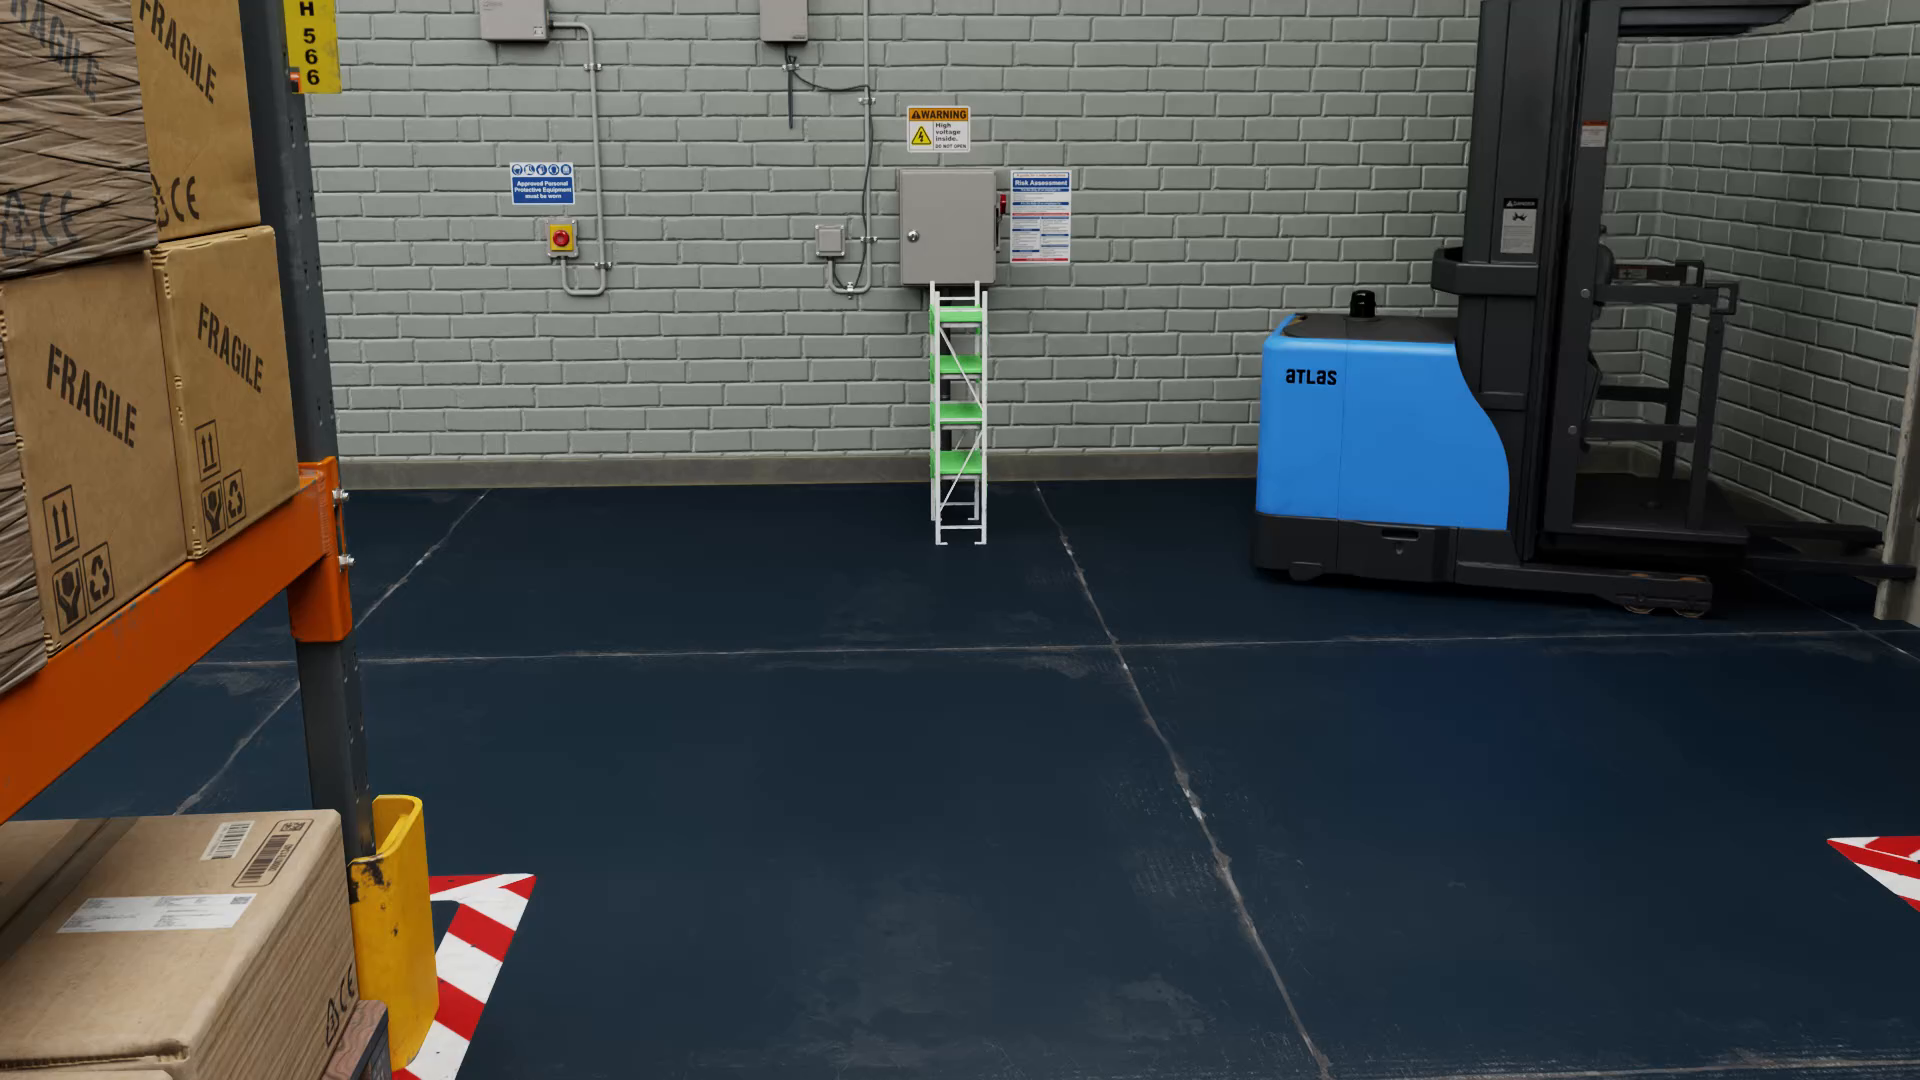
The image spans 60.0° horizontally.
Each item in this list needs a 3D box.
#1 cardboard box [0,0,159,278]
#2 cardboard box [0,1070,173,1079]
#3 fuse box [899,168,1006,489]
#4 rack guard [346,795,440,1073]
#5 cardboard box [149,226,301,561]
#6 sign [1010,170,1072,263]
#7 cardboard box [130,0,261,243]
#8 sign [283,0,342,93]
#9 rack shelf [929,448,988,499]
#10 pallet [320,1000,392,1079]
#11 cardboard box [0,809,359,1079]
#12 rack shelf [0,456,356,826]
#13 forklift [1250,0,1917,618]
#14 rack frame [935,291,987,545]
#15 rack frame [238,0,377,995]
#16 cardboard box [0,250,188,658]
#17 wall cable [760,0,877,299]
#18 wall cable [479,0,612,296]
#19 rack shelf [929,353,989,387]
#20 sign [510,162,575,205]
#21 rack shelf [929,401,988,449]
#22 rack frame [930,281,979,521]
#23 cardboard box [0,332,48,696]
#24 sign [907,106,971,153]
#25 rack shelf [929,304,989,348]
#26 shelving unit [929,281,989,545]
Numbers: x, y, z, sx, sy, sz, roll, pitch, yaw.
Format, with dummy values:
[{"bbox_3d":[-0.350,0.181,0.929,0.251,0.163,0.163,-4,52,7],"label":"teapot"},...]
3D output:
[{"bbox_3d":[-1.449,-0.620,2.210,0.500,0.500,0.500,-1,14,-3],"label":"cardboard box"},{"bbox_3d":[-1.573,1.094,2.053,0.875,0.438,0.875,0,14,-2],"label":"cardboard box"},{"bbox_3d":[-0.045,-1.107,8.896,0.539,1.711,0.414,-1,14,-3],"label":"fuse box"},{"bbox_3d":[-1.780,0.871,3.637,1.175,0.500,0.348,-1,14,-3],"label":"rack guard"},{"bbox_3d":[-1.484,-0.266,2.839,0.500,0.500,0.500,-1,14,-3],"label":"cardboard box"},{"bbox_3d":[0.435,-1.745,8.978,0.329,0.494,0.001,-1,14,-3],"label":"sign"},{"bbox_3d":[-1.511,-0.750,2.713,0.500,0.500,0.500,0,14,-2],"label":"cardboard box"},{"bbox_3d":[-1.236,-1.014,3.147,0.100,0.325,0.005,-1,14,-3],"label":"sign"},{"bbox_3d":[-0.010,-0.328,8.113,0.258,0.148,0.480,-1,14,-3],"label":"rack shelf"},{"bbox_3d":[-1.651,1.215,2.881,1.003,0.211,1.213,-1,14,-3],"label":"pallet"},{"bbox_3d":[-1.638,0.867,2.937,0.875,0.438,0.875,-1,14,-5],"label":"cardboard box"},{"bbox_3d":[-1.654,0.513,1.458,1.077,0.370,4.000,-1,14,-3],"label":"rack shelf"},{"bbox_3d":[2.858,-1.249,6.999,3.031,2.935,1.130,4,15,16],"label":"forklift"},{"bbox_3d":[0.005,-0.562,7.801,0.240,1.200,0.015,-1,14,-3],"label":"rack frame"},{"bbox_3d":[-1.778,-0.333,3.302,1.000,3.000,0.127,-1,14,-3],"label":"rack frame"},{"bbox_3d":[-1.468,-0.141,2.353,0.500,0.500,0.500,-1,14,-5],"label":"cardboard box"},{"bbox_3d":[-0.736,-2.252,8.721,0.588,1.984,0.122,-1,14,-3],"label":"wall cable"},{"bbox_3d":[-2.151,-2.242,8.620,0.585,1.953,0.123,-1,14,-3],"label":"wall cable"},{"bbox_3d":[-0.010,-0.793,7.993,0.258,0.148,0.480,-1,14,-3],"label":"rack shelf"},{"bbox_3d":[-2.203,-1.881,8.773,0.327,0.218,0.001,-1,14,-3],"label":"sign"},{"bbox_3d":[-0.010,-0.560,8.053,0.258,0.148,0.480,-1,14,-3],"label":"rack shelf"},{"bbox_3d":[-0.025,-0.683,8.273,0.240,1.200,0.015,-1,14,-3],"label":"rack frame"},{"bbox_3d":[-1.427,-0.013,1.856,0.500,0.500,0.500,0,14,-2],"label":"cardboard box"},{"bbox_3d":[-0.113,-2.182,8.830,0.339,0.242,0.001,-1,14,-3],"label":"sign"},{"bbox_3d":[-0.010,-1.025,7.933,0.258,0.148,0.480,-1,14,-3],"label":"rack shelf"},{"bbox_3d":[-0.010,-0.622,8.037,0.258,1.200,0.503,-1,14,-3],"label":"shelving unit"}]
